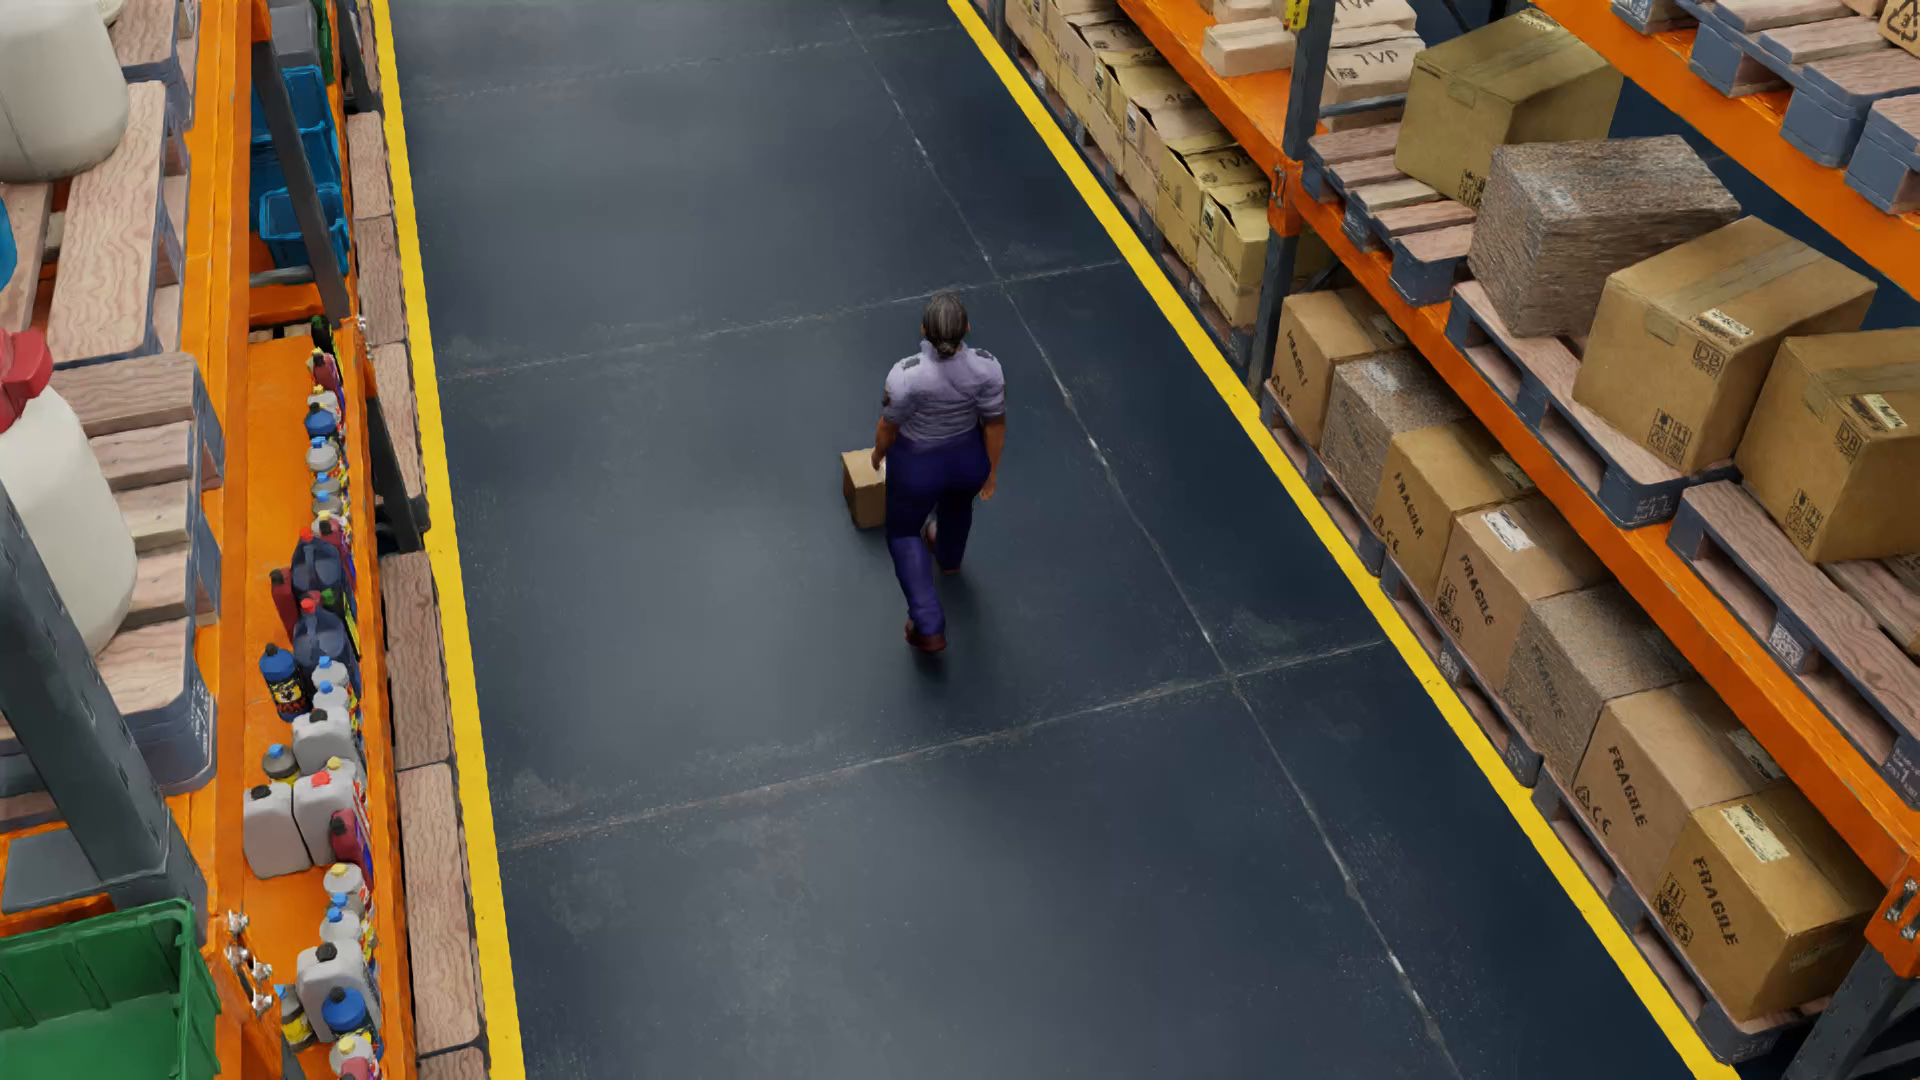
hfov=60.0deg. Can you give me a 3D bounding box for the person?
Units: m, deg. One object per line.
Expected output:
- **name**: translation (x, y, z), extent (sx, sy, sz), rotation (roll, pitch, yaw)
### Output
- **person**: translation (-0.099, -0.336, 6.543), extent (0.476, 1.600, 0.838), rotation (-14, 44, -15)
